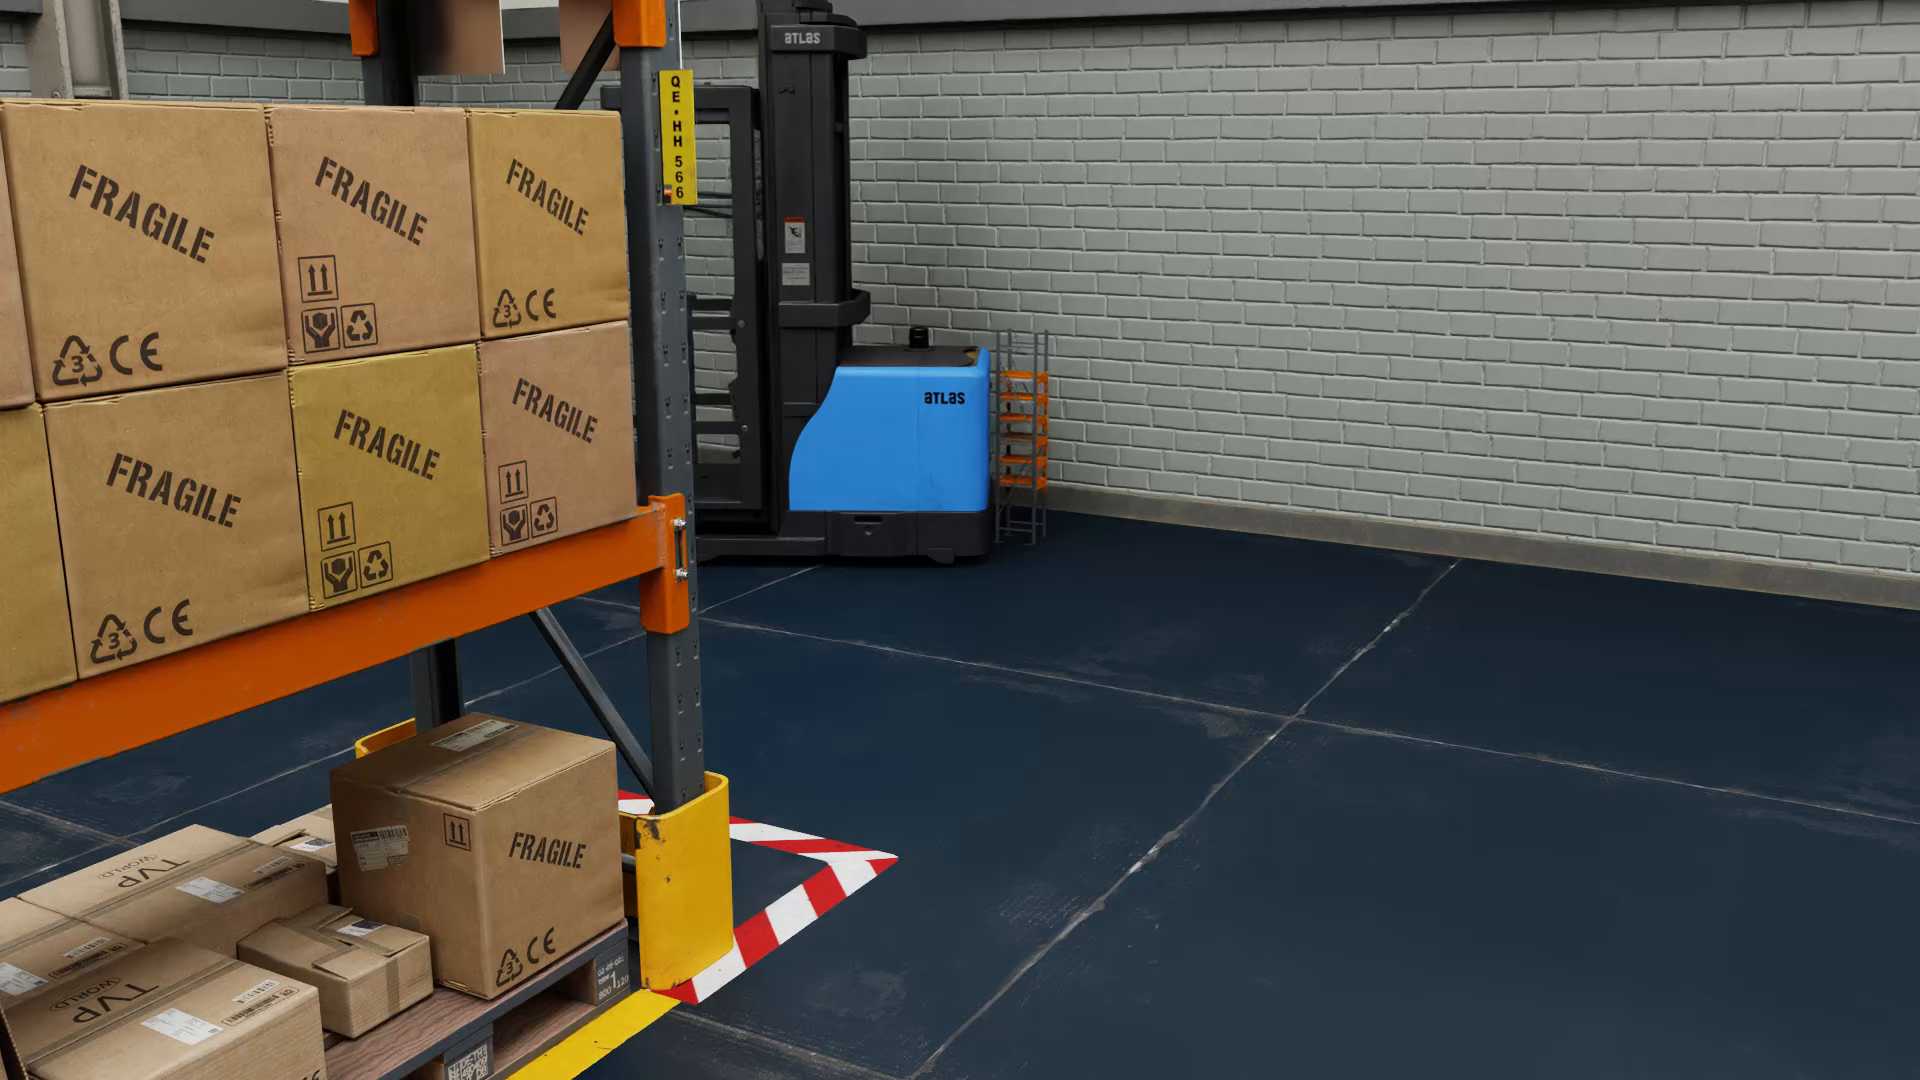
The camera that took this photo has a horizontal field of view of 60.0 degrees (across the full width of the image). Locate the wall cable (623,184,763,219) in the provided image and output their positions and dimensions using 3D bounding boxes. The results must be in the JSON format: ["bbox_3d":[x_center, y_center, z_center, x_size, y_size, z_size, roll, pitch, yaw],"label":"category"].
[{"bbox_3d":[-2.470,-3.441,11.230,3.097,2.526,0.112,7,15,28],"label":"wall cable"}]

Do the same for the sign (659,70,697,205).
[{"bbox_3d":[-0.702,-1.003,4.149,0.100,0.325,0.005,7,15,28],"label":"sign"}]

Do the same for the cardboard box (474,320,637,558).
[{"bbox_3d":[-1.157,-0.279,4.079,0.500,0.500,0.500,8,16,30],"label":"cardboard box"}]

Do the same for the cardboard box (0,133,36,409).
[{"bbox_3d":[-1.891,-0.450,2.652,0.500,0.500,0.500,8,16,30],"label":"cardboard box"}]

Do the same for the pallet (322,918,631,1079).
[{"bbox_3d":[-1.600,1.182,4.183,1.003,0.211,1.213,7,15,28],"label":"pallet"}]

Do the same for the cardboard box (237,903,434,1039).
[{"bbox_3d":[-1.500,1.022,3.999,0.380,0.166,0.250,7,15,28],"label":"cardboard box"}]

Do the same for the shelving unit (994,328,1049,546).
[{"bbox_3d":[0.348,-0.581,9.385,0.258,1.200,0.189,5,15,21],"label":"shelving unit"}]

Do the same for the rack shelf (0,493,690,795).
[{"bbox_3d":[-2.145,0.407,2.982,1.077,0.370,4.000,7,15,28],"label":"rack shelf"}]

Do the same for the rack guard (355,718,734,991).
[{"bbox_3d":[-1.215,0.877,4.828,1.175,0.500,0.348,7,15,28],"label":"rack guard"}]

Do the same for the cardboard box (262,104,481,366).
[{"bbox_3d":[-1.397,-0.662,3.532,0.500,0.500,0.500,8,16,30],"label":"cardboard box"}]

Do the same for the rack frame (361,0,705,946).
[{"bbox_3d":[-1.179,-0.353,4.599,1.000,3.000,0.127,7,15,28],"label":"rack frame"}]

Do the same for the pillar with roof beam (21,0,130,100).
[{"bbox_3d":[-1.200,-3.995,6.902,9.100,9.000,0.400,7,15,28],"label":"pillar with roof beam"}]

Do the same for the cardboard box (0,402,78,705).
[{"bbox_3d":[-1.894,0.033,2.785,0.500,0.500,0.500,7,15,27],"label":"cardboard box"}]

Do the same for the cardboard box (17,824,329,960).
[{"bbox_3d":[-1.932,0.951,4.115,0.500,0.250,0.500,7,15,28],"label":"cardboard box"}]

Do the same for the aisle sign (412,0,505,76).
[{"bbox_3d":[-1.403,-1.664,4.491,0.394,0.787,0.004,7,15,28],"label":"aisle sign"}]

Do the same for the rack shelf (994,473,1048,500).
[{"bbox_3d":[0.348,-0.305,9.452,0.258,0.103,0.180,5,15,21],"label":"rack shelf"}]

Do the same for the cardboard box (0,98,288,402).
[{"bbox_3d":[-1.643,-0.555,3.089,0.500,0.500,0.500,8,16,30],"label":"cardboard box"}]

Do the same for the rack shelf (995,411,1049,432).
[{"bbox_3d":[0.348,-0.655,9.368,0.258,0.103,0.180,5,15,21],"label":"rack shelf"}]

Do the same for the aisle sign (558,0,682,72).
[{"bbox_3d":[-0.877,-1.597,4.209,0.394,0.787,0.004,7,15,28],"label":"aisle sign"}]

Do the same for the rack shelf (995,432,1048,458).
[{"bbox_3d":[0.348,-0.538,9.396,0.258,0.103,0.180,5,15,21],"label":"rack shelf"}]

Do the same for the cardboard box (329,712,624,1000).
[{"bbox_3d":[-1.226,0.787,4.262,0.500,0.500,0.500,7,15,28],"label":"cardboard box"}]

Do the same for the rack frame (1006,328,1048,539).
[{"bbox_3d":[0.382,-0.601,9.468,0.240,1.200,0.006,5,15,21],"label":"rack frame"}]

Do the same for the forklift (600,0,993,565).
[{"bbox_3d":[-1.341,-1.405,9.108,3.031,2.935,1.130,1,14,2],"label":"forklift"}]

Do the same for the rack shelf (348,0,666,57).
[{"bbox_3d":[-2.145,-1.052,2.630,1.077,0.370,4.000,7,15,28],"label":"rack shelf"}]

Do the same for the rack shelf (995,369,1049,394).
[{"bbox_3d":[0.348,-0.888,9.311,0.258,0.103,0.180,5,15,21],"label":"rack shelf"}]

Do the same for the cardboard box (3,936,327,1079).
[{"bbox_3d":[-1.711,1.100,3.497,0.500,0.250,0.500,7,15,28],"label":"cardboard box"}]

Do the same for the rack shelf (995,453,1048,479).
[{"bbox_3d":[0.348,-0.422,9.424,0.258,0.103,0.180,5,15,21],"label":"rack shelf"}]

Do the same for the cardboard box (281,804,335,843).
[{"bbox_3d":[-1.682,0.866,4.687,0.380,0.149,0.250,7,15,28],"label":"cardboard box"}]

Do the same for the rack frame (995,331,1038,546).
[{"bbox_3d":[0.314,-0.562,9.303,0.240,1.200,0.006,5,15,21],"label":"rack frame"}]

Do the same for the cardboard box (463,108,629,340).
[{"bbox_3d":[-1.153,-0.766,3.962,0.500,0.500,0.500,7,15,28],"label":"cardboard box"}]

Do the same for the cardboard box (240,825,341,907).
[{"bbox_3d":[-1.803,0.908,4.472,0.380,0.166,0.250,7,15,28],"label":"cardboard box"}]

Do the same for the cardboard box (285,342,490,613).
[{"bbox_3d":[-1.405,-0.172,3.635,0.500,0.500,0.500,8,15,29],"label":"cardboard box"}]

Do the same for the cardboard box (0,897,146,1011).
[{"bbox_3d":[-2.173,1.054,3.690,0.500,0.250,0.500,7,15,28],"label":"cardboard box"}]

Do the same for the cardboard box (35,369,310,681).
[{"bbox_3d":[-1.651,-0.071,3.213,0.500,0.500,0.500,8,15,28],"label":"cardboard box"}]

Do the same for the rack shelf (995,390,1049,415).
[{"bbox_3d":[0.348,-0.772,9.340,0.258,0.103,0.180,5,15,21],"label":"rack shelf"}]

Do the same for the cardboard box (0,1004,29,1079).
[{"bbox_3d":[-2.209,1.081,3.038,0.797,0.503,0.637,7,15,28],"label":"cardboard box"}]
